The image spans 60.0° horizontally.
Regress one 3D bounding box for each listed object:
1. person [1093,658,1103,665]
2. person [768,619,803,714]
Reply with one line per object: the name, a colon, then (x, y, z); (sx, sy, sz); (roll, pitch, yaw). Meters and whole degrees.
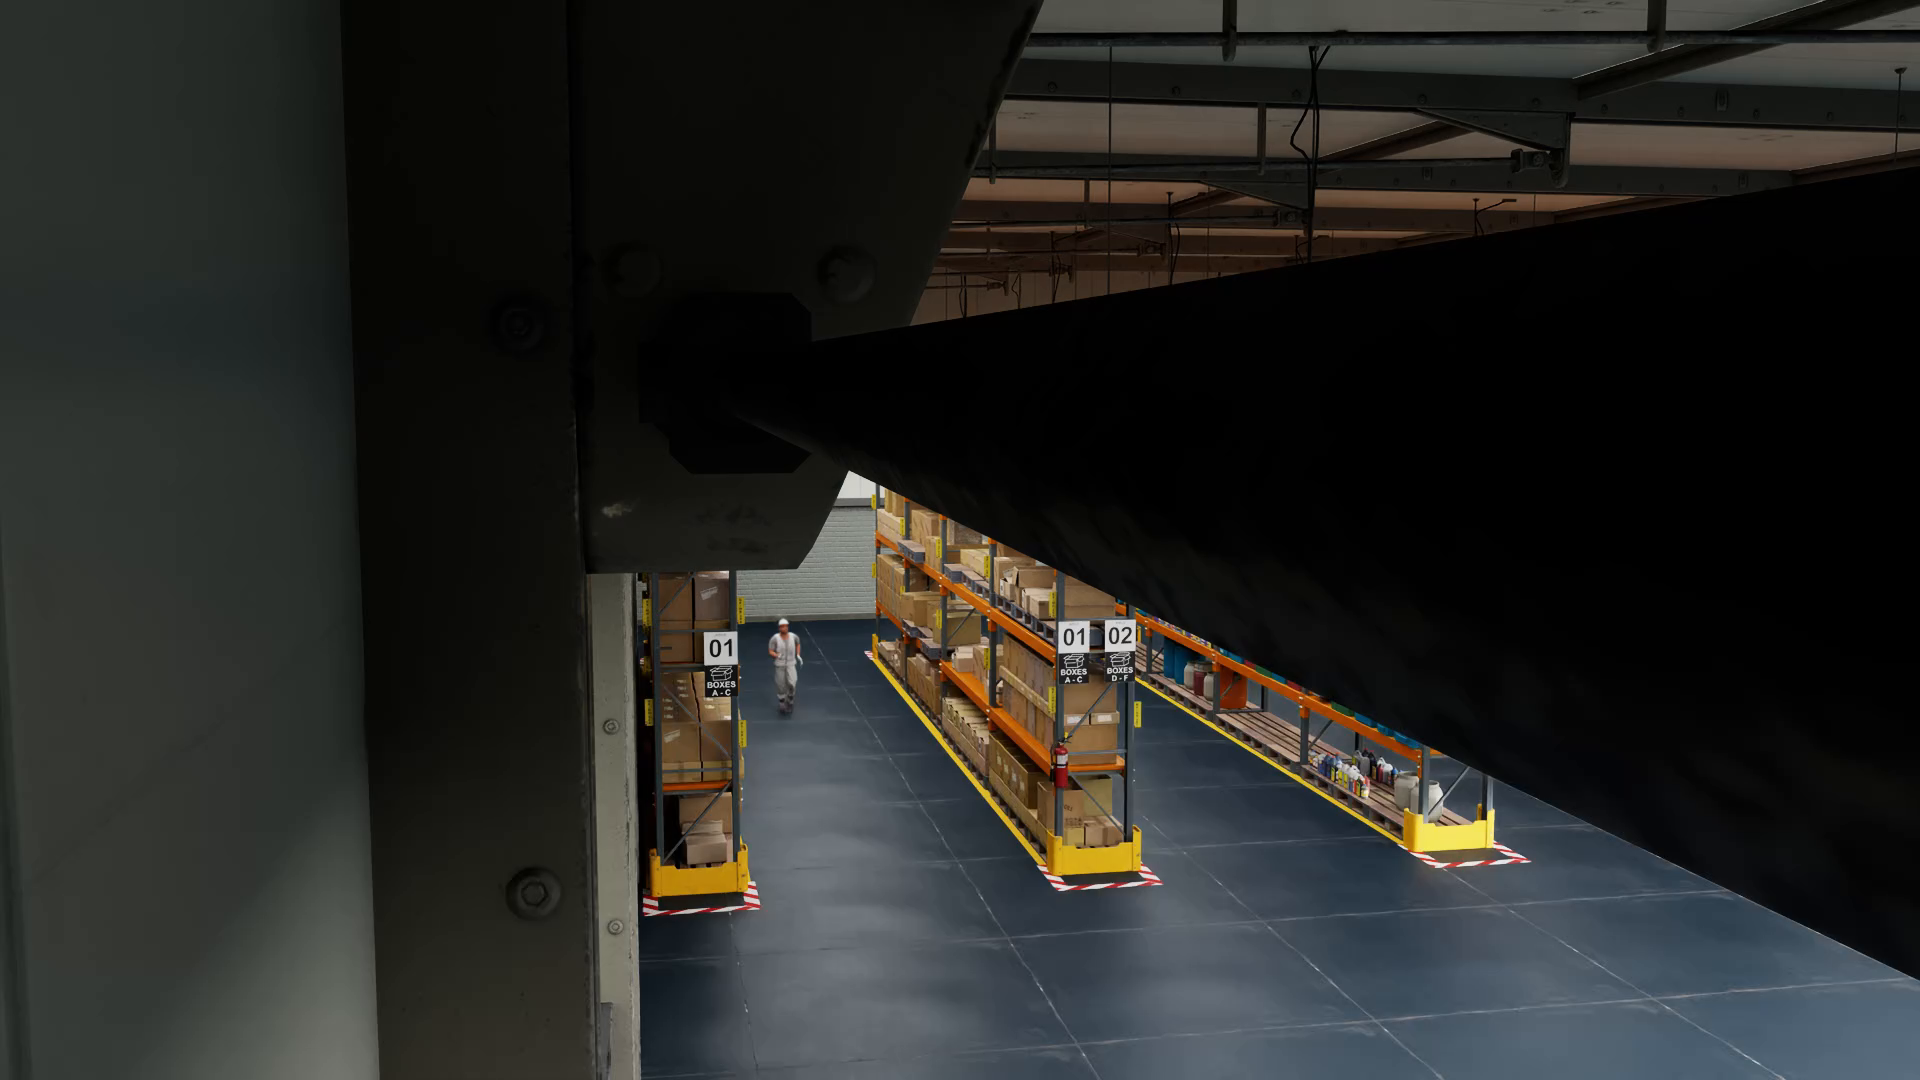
person: (2.760, 2.117, 33.215); (0.590, 1.694, 0.711); (0, 6, -2)
person: (-3.187, 2.317, 30.463); (0.643, 1.766, 0.777); (-1, 6, -11)
